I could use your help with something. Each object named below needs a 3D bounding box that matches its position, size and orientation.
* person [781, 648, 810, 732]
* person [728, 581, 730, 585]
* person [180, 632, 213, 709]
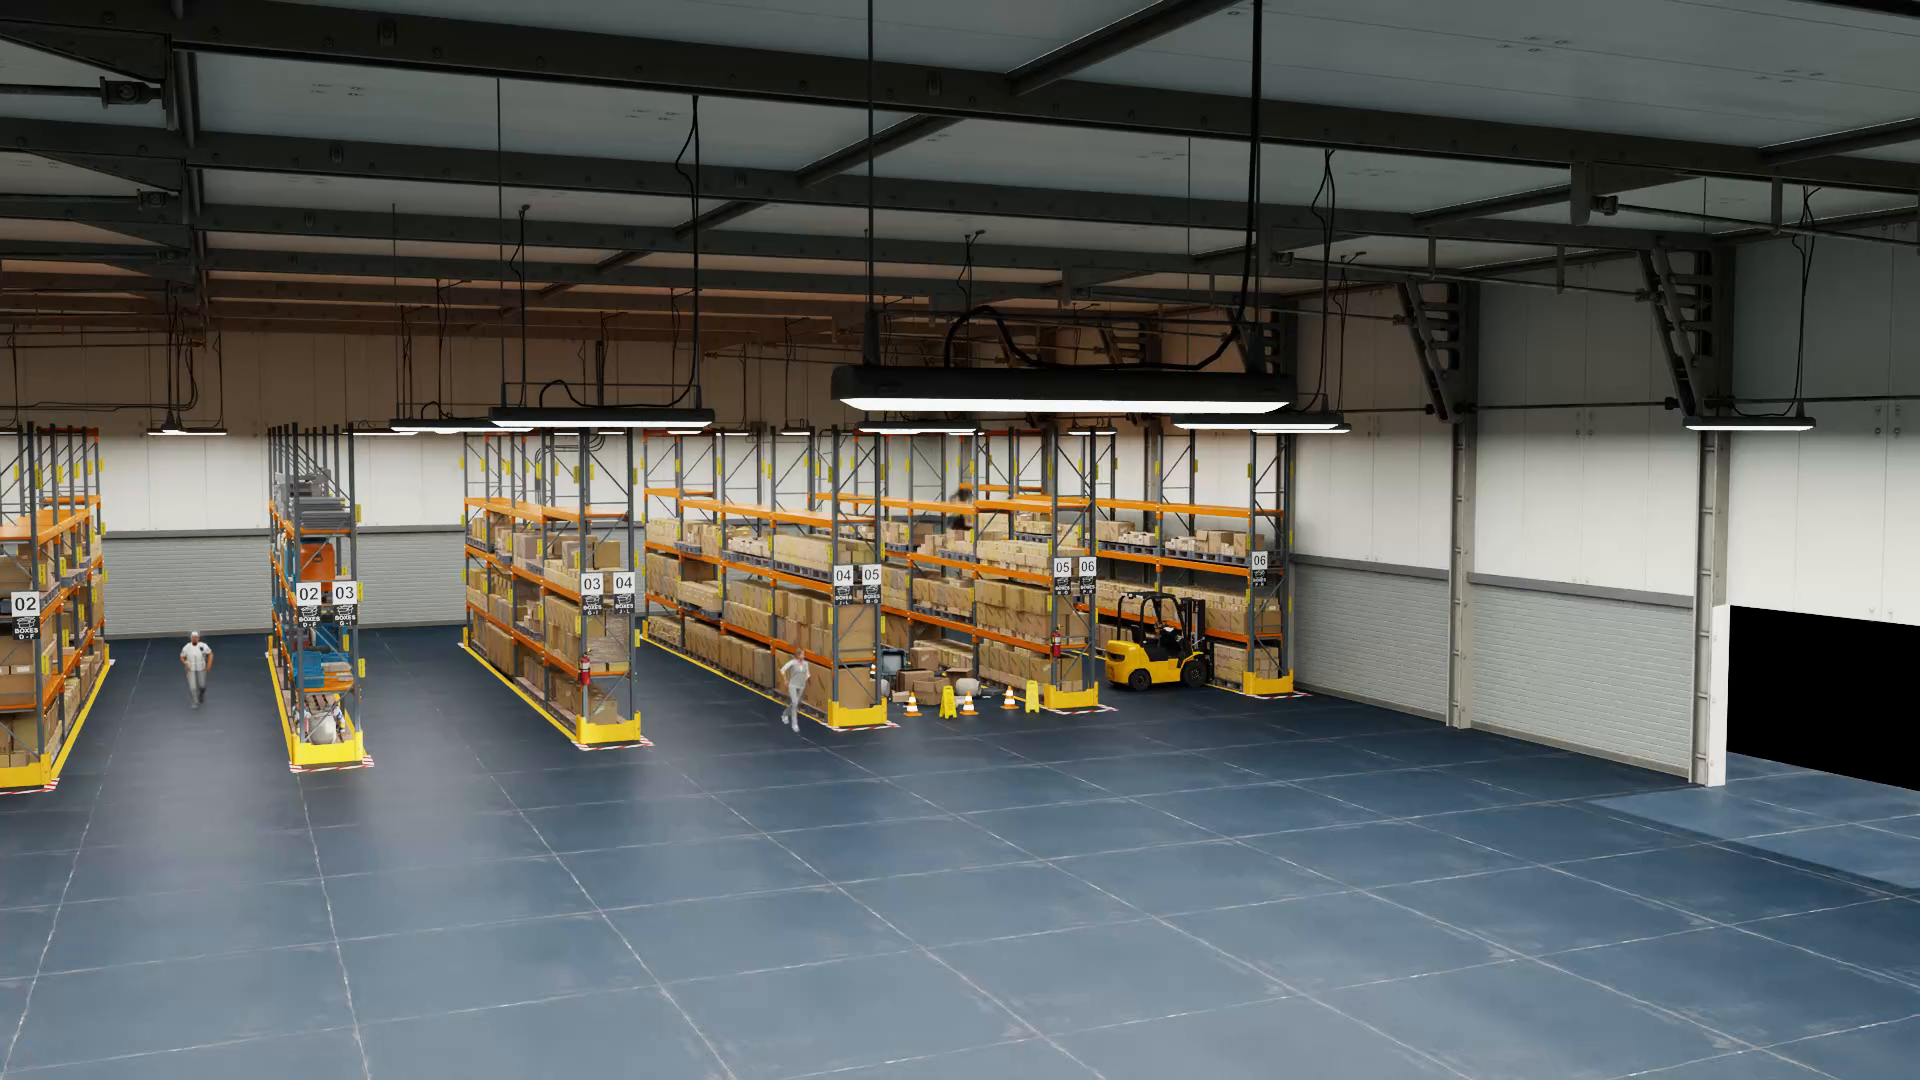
[{"bbox_3d":[-3.222,2.931,32.837,0.560,1.592,0.815,-2,4,-35],"label":"person"},{"bbox_3d":[-6.523,1.985,47.263,0.578,1.642,0.967,-2,4,-30],"label":"person"},{"bbox_3d":[-16.215,2.760,35.328,0.640,1.626,0.571,-2,4,-26],"label":"person"}]
